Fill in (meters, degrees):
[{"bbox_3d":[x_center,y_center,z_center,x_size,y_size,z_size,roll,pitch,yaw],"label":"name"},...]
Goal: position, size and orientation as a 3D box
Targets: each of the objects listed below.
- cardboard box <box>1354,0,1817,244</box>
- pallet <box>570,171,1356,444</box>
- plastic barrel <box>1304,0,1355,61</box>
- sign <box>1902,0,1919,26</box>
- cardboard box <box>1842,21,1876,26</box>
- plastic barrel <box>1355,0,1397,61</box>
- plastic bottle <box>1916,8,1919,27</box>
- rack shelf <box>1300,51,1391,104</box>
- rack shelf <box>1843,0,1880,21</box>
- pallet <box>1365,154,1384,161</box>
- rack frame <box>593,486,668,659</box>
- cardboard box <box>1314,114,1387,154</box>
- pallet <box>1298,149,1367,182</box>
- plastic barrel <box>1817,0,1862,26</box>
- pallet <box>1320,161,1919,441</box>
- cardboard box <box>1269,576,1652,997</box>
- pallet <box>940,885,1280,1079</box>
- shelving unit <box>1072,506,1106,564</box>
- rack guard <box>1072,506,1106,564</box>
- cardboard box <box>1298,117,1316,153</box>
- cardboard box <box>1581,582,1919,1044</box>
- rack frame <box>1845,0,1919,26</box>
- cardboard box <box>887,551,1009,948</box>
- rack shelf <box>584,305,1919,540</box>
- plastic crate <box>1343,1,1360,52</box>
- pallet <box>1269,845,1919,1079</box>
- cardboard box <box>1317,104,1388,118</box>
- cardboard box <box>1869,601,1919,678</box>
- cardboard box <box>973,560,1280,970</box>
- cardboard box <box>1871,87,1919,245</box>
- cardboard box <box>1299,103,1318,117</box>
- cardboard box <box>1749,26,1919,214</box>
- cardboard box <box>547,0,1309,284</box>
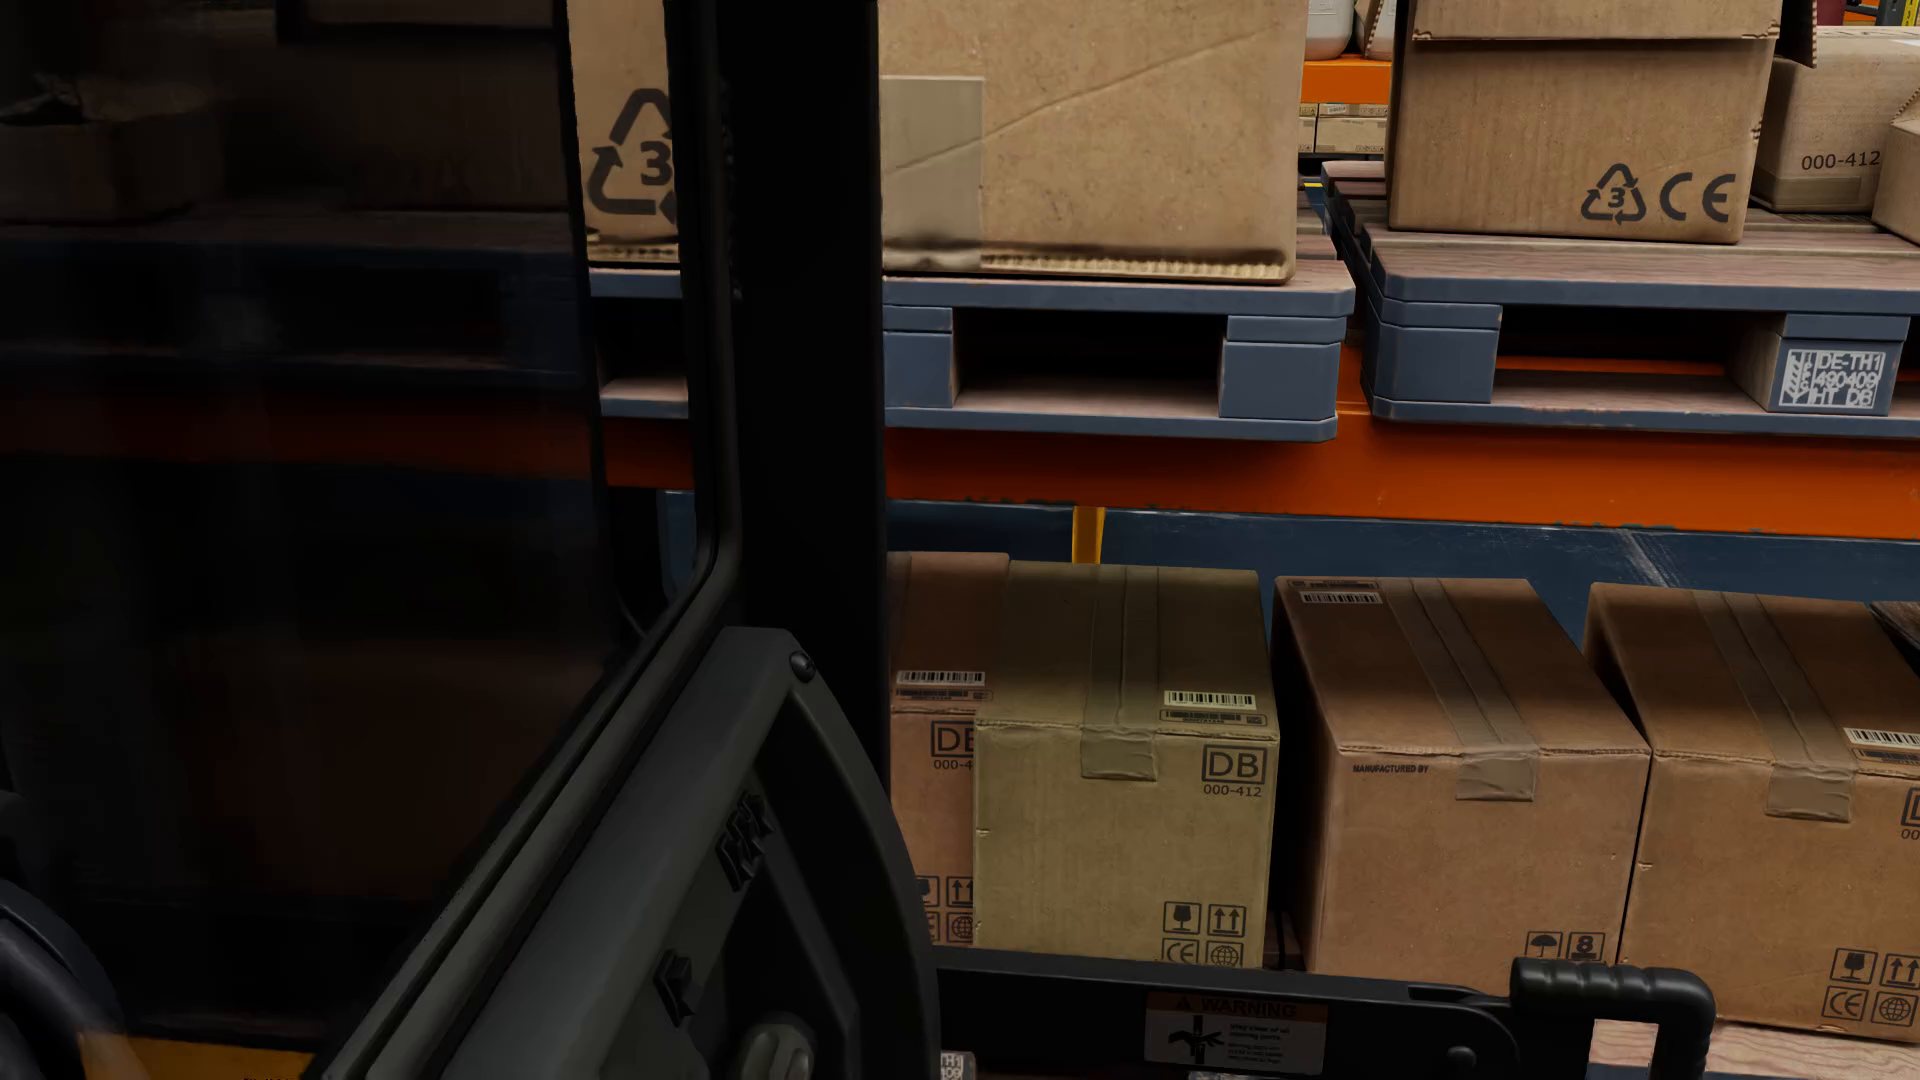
[{"bbox_3d":[0.963,-0.813,2.705,0.637,0.503,0.797,5,22,12],"label":"cardboard box"},{"bbox_3d":[-0.028,-0.436,2.723,1.213,0.211,1.003,2,22,6],"label":"pallet"},{"bbox_3d":[1.466,-2.329,7.067,0.433,0.535,0.433,0,22,0],"label":"plastic barrel"},{"bbox_3d":[3.728,-2.121,6.503,0.005,0.325,0.100,2,22,6],"label":"sign"},{"bbox_3d":[8.263,-4.867,16.023,0.750,0.750,0.750,3,22,7],"label":"cardboard box"},{"bbox_3d":[1.896,-2.311,7.020,0.433,0.535,0.433,0,22,0],"label":"plastic barrel"},{"bbox_3d":[4.238,-2.330,7.413,0.133,0.283,0.061,2,22,6],"label":"plastic bottle"},{"bbox_3d":[1.800,-1.998,7.393,4.000,0.370,1.077,2,22,6],"label":"rack shelf"},{"bbox_3d":[6.358,-3.634,11.529,4.000,0.370,1.077,2,22,6],"label":"rack shelf"},{"bbox_3d":[3.559,-2.808,12.255,1.213,0.211,1.003,2,22,6],"label":"pallet"},{"bbox_3d":[-0.769,-0.611,2.906,0.127,3.000,1.000,2,22,6],"label":"rack frame"},{"bbox_3d":[2.810,-2.949,11.988,0.500,0.250,0.500,3,22,8],"label":"cardboard box"},{"bbox_3d":[2.351,-2.862,12.391,1.213,0.211,1.003,2,22,6],"label":"pallet"},{"bbox_3d":[3.289,-2.219,6.788,0.708,0.536,0.600,2,22,6],"label":"plastic barrel"},{"bbox_3d":[1.232,-0.420,2.682,1.213,0.211,1.003,2,22,6],"label":"pallet"},{"bbox_3d":[0.865,0.433,3.067,0.500,0.500,0.700,1,22,2],"label":"cardboard box"},{"bbox_3d":[0.004,0.719,3.335,1.213,0.211,1.003,2,22,6],"label":"pallet"},{"bbox_3d":[-0.076,-0.701,5.172,1.083,1.500,0.587,2,22,6],"label":"shelving unit"},{"bbox_3d":[0.419,-0.098,5.348,0.087,0.250,0.587,2,22,6],"label":"rack guard"},{"bbox_3d":[2.299,-2.970,12.041,0.500,0.250,0.500,3,22,7],"label":"cardboard box"},{"bbox_3d":[1.419,0.457,3.006,0.500,0.500,0.700,4,22,11],"label":"cardboard box"},{"bbox_3d":[3.786,-2.246,7.042,0.127,3.000,1.000,2,22,6],"label":"rack frame"},{"bbox_3d":[-0.162,0.381,3.197,0.500,0.500,0.700,1,22,2],"label":"cardboard box"},{"bbox_3d":[1.217,-0.190,2.819,4.000,0.370,1.077,2,22,6],"label":"rack shelf"},{"bbox_3d":[1.576,-2.349,7.589,0.662,0.188,0.450,2,22,6],"label":"plastic crate"},{"bbox_3d":[1.219,0.771,3.203,1.213,0.211,1.003,2,22,6],"label":"pallet"},{"bbox_3d":[2.805,-3.208,11.880,0.500,0.311,0.500,2,22,6],"label":"cardboard box"},{"bbox_3d":[1.983,0.479,2.950,0.500,0.500,0.700,1,22,2],"label":"cardboard box"},{"bbox_3d":[0.309,0.409,3.128,0.500,0.500,0.700,2,22,6],"label":"cardboard box"},{"bbox_3d":[1.515,-0.544,2.349,0.258,0.266,0.396,2,22,5],"label":"cardboard box"},{"bbox_3d":[2.308,-3.230,11.937,0.500,0.311,0.500,3,22,8],"label":"cardboard box"},{"bbox_3d":[1.565,-0.720,2.814,0.500,0.250,0.500,2,22,5],"label":"cardboard box"},{"bbox_3d":[0.003,-1.000,2.502,1.000,1.000,1.000,3,22,7],"label":"cardboard box"}]
